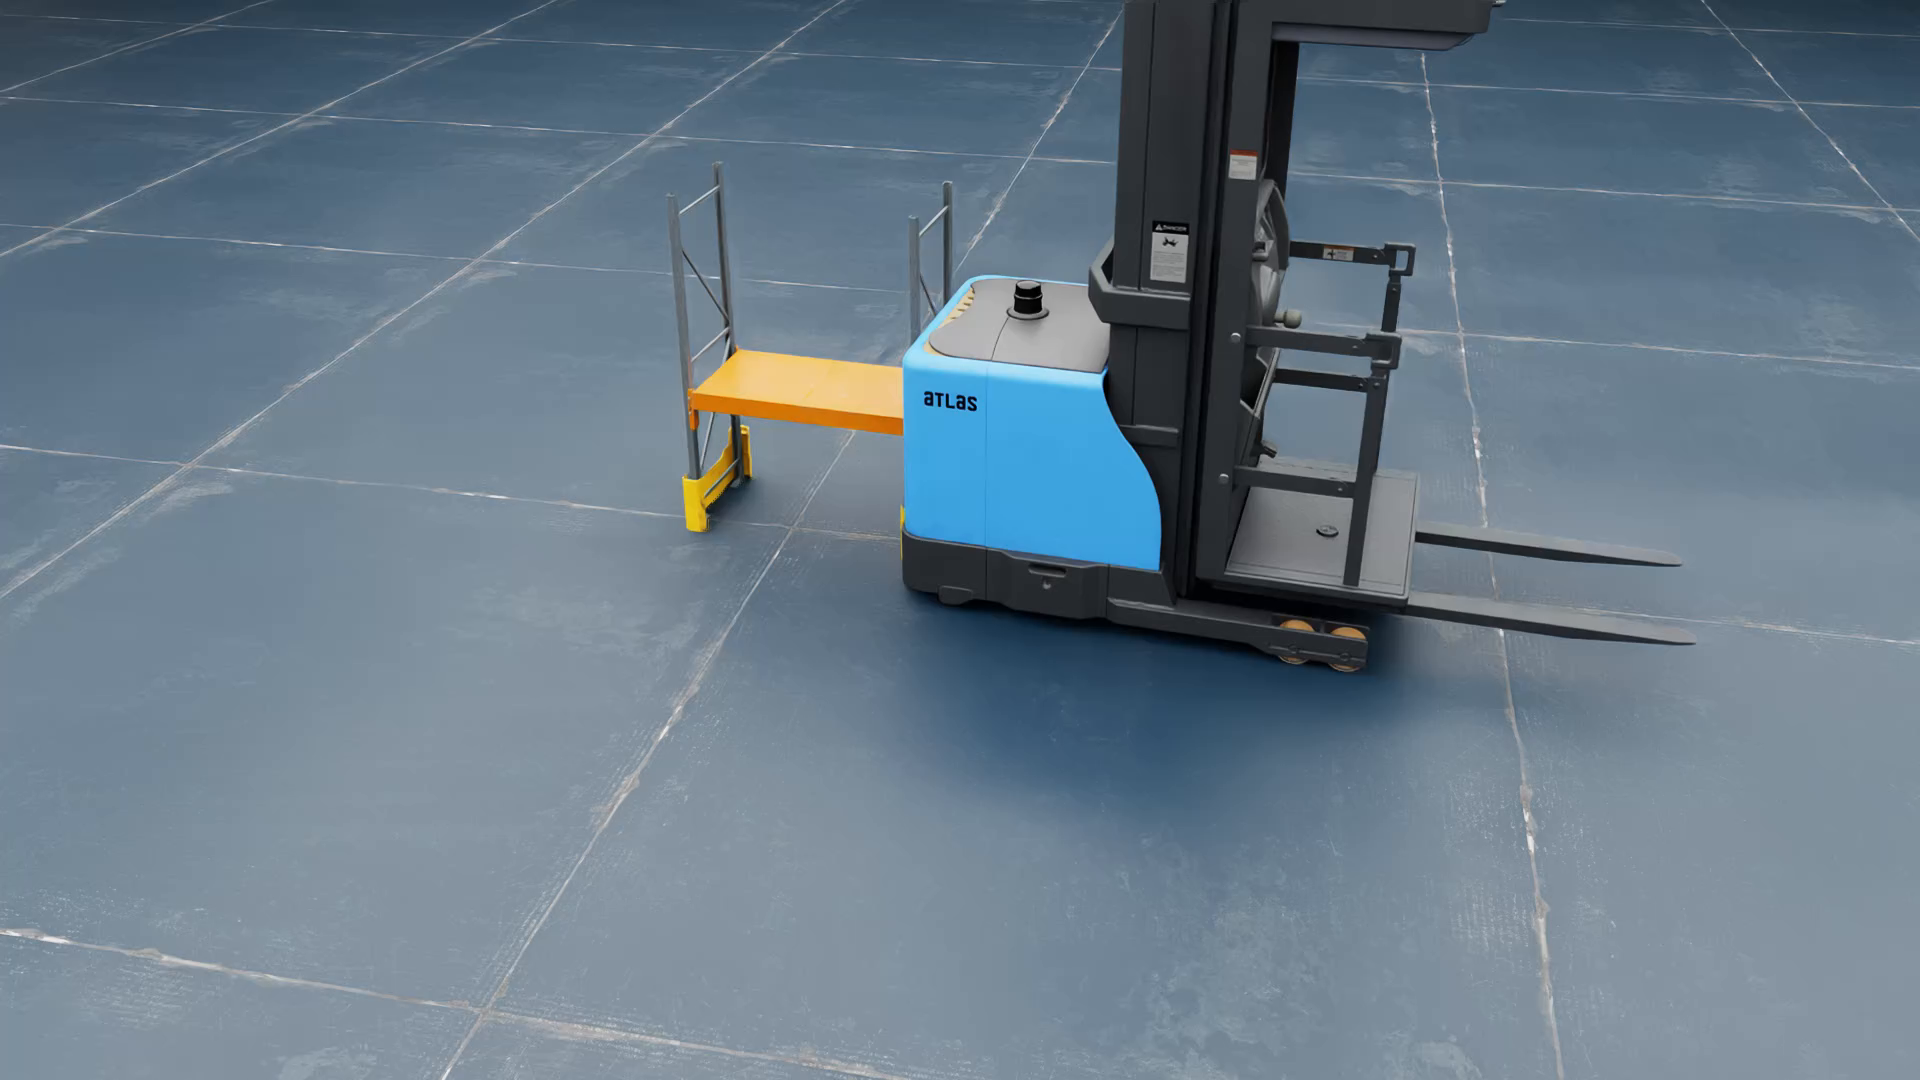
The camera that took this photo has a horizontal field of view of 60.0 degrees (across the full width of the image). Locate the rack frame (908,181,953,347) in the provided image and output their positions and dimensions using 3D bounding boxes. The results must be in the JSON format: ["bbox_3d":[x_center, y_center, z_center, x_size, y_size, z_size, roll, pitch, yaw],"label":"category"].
[{"bbox_3d":[-0.115,-0.696,6.959,0.032,1.500,0.500,8,30,14],"label":"rack frame"}]

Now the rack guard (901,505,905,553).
[{"bbox_3d":[-0.133,-0.150,7.264,0.087,0.250,0.587,8,30,14],"label":"rack guard"}]

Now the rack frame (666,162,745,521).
[{"bbox_3d":[-1.091,-0.832,7.208,0.032,1.500,0.500,8,30,14],"label":"rack frame"}]

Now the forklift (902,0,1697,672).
[{"bbox_3d":[1.340,-1.069,6.150,3.031,2.935,1.130,8,30,14],"label":"forklift"}]

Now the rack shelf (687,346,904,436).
[{"bbox_3d":[-0.603,-0.606,7.170,1.000,0.185,0.538,8,30,14],"label":"rack shelf"}]

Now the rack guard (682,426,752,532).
[{"bbox_3d":[-1.089,-0.284,7.508,0.087,0.250,0.587,8,30,14],"label":"rack guard"}]

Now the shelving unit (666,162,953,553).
[{"bbox_3d":[-0.611,-0.765,7.086,1.083,1.500,0.587,8,30,14],"label":"shelving unit"}]
